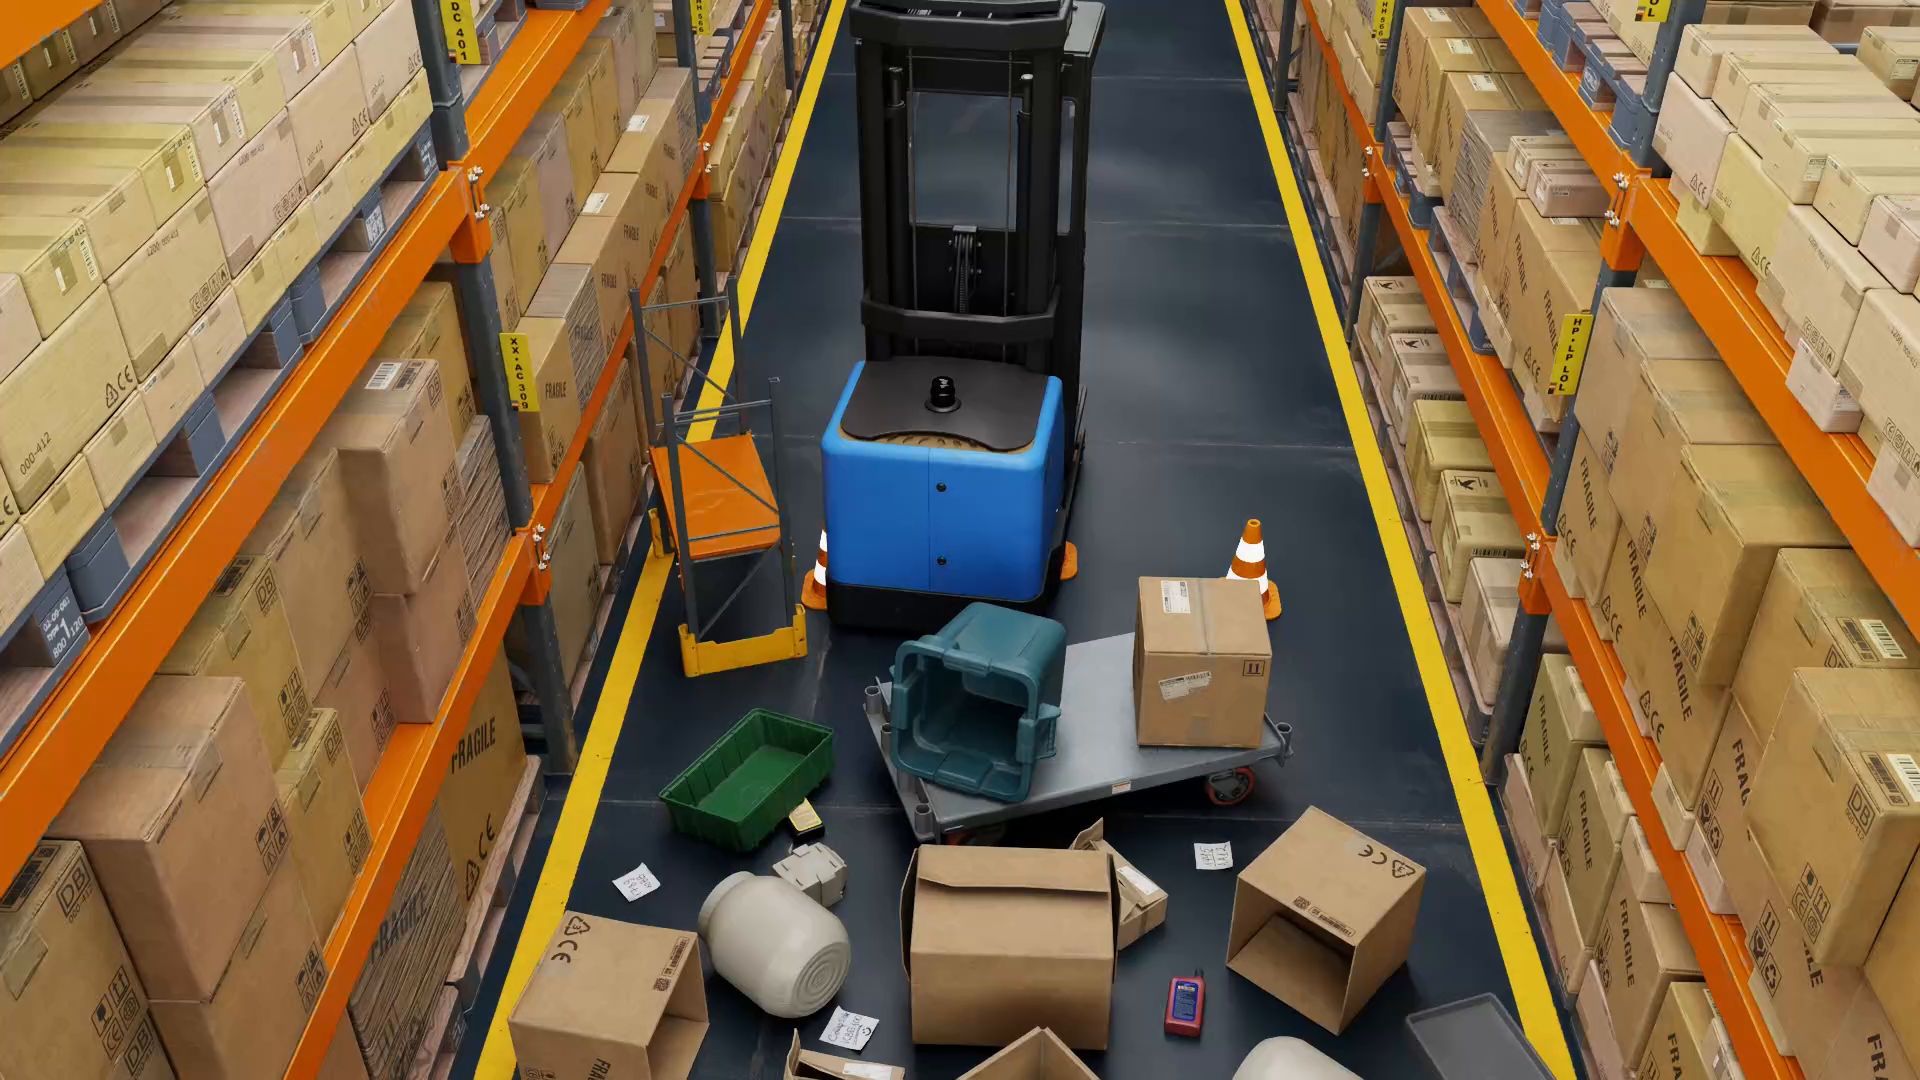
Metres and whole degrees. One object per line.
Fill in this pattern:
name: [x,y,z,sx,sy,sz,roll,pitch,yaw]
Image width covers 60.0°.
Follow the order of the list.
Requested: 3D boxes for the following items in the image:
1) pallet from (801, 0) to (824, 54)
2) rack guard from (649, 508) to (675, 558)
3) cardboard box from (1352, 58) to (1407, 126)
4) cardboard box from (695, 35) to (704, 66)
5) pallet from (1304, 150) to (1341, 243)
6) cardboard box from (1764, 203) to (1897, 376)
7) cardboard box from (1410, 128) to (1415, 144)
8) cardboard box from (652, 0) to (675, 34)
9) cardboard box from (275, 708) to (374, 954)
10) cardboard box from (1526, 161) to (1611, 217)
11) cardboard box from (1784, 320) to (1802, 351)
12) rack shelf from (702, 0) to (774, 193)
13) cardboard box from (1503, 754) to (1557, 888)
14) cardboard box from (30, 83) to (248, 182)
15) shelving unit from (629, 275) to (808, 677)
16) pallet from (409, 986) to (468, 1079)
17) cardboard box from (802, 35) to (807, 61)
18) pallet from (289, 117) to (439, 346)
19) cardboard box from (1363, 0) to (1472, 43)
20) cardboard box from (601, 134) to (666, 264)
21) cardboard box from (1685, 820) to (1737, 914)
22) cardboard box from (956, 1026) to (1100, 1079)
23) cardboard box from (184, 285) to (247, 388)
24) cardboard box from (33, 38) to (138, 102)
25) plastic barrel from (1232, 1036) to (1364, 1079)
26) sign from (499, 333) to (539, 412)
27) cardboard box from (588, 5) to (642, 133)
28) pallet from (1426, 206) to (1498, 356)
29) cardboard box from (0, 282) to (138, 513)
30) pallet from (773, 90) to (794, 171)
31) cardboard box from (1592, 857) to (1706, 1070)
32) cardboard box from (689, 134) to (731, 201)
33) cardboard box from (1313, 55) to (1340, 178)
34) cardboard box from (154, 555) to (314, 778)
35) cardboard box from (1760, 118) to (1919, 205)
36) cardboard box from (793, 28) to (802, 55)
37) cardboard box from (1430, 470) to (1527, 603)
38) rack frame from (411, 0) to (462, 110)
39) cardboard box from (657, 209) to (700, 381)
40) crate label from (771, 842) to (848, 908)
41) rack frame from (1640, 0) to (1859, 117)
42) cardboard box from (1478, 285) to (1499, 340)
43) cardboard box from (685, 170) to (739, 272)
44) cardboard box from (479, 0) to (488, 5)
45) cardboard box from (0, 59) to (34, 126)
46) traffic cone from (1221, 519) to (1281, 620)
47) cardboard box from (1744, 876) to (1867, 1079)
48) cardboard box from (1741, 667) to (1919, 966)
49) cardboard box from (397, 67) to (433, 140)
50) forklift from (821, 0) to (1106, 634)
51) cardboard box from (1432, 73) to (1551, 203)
pallet: [-1.822,-4.787,15.324,1.003,0.211,1.213,1,35,2]
rack guard: [-1.298,-0.078,8.589,0.587,0.250,0.087,-10,36,-13]
cardboard box: [2.690,-2.720,10.087,0.500,0.250,0.500,0,35,0]
cardboard box: [-1.790,-3.016,10.232,0.380,0.149,0.250,3,35,4]
pallet: [3.088,-2.494,12.061,1.003,0.211,1.213,1,35,2]
cardboard box: [2.433,-0.643,4.265,0.500,0.250,0.500,2,35,2]
cardboard box: [2.685,-2.209,9.084,0.380,0.149,0.250,-1,35,-1]
cardboard box: [-1.809,-3.117,9.858,0.380,0.149,0.250,1,35,2]
cardboard box: [-2.244,0.839,4.763,0.875,0.550,0.500,1,35,2]
cardboard box: [2.576,-1.453,6.879,0.380,0.149,0.250,0,35,1]
cardboard box: [2.473,-0.547,4.475,0.380,0.149,0.250,0,35,0]
rack shelf: [-1.941,-3.395,11.544,1.077,0.370,4.000,1,35,2]
cardboard box: [2.475,1.100,6.549,0.500,0.250,0.500,0,35,0]
cardboard box: [-1.929,-0.963,3.922,0.380,0.149,0.250,1,35,1]
shelving unit: [-1.156,-0.314,7.839,0.587,1.500,1.083,-10,36,-13]
pallet: [-2.337,2.036,5.615,1.003,0.211,1.213,1,35,2]
cardboard box: [-1.514,-4.199,14.176,0.380,0.149,0.250,2,35,3]
pallet: [-2.225,-0.964,4.927,1.003,0.211,1.213,1,35,2]
cardboard box: [2.688,-3.238,9.737,0.500,0.500,0.500,0,35,1]
cardboard box: [-1.812,-1.743,8.480,0.500,0.500,0.500,1,35,1]
cardboard box: [2.392,0.970,4.925,0.380,0.149,0.250,1,35,2]
cardboard box: [0.149,2.066,5.319,0.797,0.503,0.637,-24,42,-30]
cardboard box: [-1.937,-0.486,3.936,0.380,0.149,0.250,1,35,2]
cardboard box: [-2.500,-1.178,4.575,0.500,0.250,0.500,1,35,2]
plastic barrel: [1.178,1.944,5.561,0.512,0.421,0.421,28,44,33]
sign: [-1.627,-0.617,6.143,0.100,0.325,0.005,1,35,2]
cardboard box: [-2.068,-2.442,8.606,0.700,0.500,0.500,1,35,1]
pallet: [2.890,-1.268,8.058,1.003,0.211,1.213,1,35,2]
cardboard box: [-2.028,-0.298,3.321,0.500,0.250,0.500,1,35,2]
pallet: [-1.890,-3.251,13.137,1.003,0.211,1.213,1,35,2]
cardboard box: [2.443,1.398,5.471,0.500,0.500,0.500,3,35,4]
cardboard box: [-1.751,-2.387,10.640,0.500,0.250,0.500,0,35,0]
cardboard box: [3.116,-3.208,12.134,0.875,0.875,0.875,2,35,3]
cardboard box: [-2.309,0.396,4.454,0.875,0.550,0.500,1,35,2]
cardboard box: [2.391,-1.012,4.443,0.380,0.149,0.250,1,35,2]
cardboard box: [-1.526,-4.167,13.871,0.380,0.149,0.250,3,35,4]
cardboard box: [2.812,0.002,8.004,0.950,0.372,0.625,3,35,5]
rack frame: [-2.182,-2.697,4.707,1.000,3.000,0.127,1,35,2]
cardboard box: [-2.135,-1.444,9.733,1.050,0.750,0.750,1,35,1]
crate label: [-0.608,1.350,6.656,0.298,0.136,0.250,-24,42,-30]
rack frame: [2.768,-2.641,4.627,1.000,3.000,0.127,1,35,2]
cardboard box: [2.523,-1.004,7.369,0.380,0.149,0.250,2,35,2]
cardboard box: [-1.738,-2.090,10.870,0.500,0.500,0.500,0,35,0]
cardboard box: [-1.892,-2.170,6.332,0.250,0.149,0.380,1,35,2]
cardboard box: [-2.575,-1.119,4.143,0.380,0.149,0.250,2,35,2]
traffic cone: [1.419,0.107,8.141,0.336,0.463,0.334,1,35,2]
cardboard box: [2.403,1.056,4.239,0.500,0.500,0.500,1,35,2]
cardboard box: [2.356,0.656,3.939,0.700,0.500,0.500,1,35,1]
cardboard box: [-1.877,-1.363,5.184,0.380,0.149,0.250,1,35,2]
forklift: [0.101,-1.554,8.358,1.130,2.935,3.031,5,35,8]
cardboard box: [2.651,-1.961,8.166,0.500,0.500,0.500,2,35,3]
